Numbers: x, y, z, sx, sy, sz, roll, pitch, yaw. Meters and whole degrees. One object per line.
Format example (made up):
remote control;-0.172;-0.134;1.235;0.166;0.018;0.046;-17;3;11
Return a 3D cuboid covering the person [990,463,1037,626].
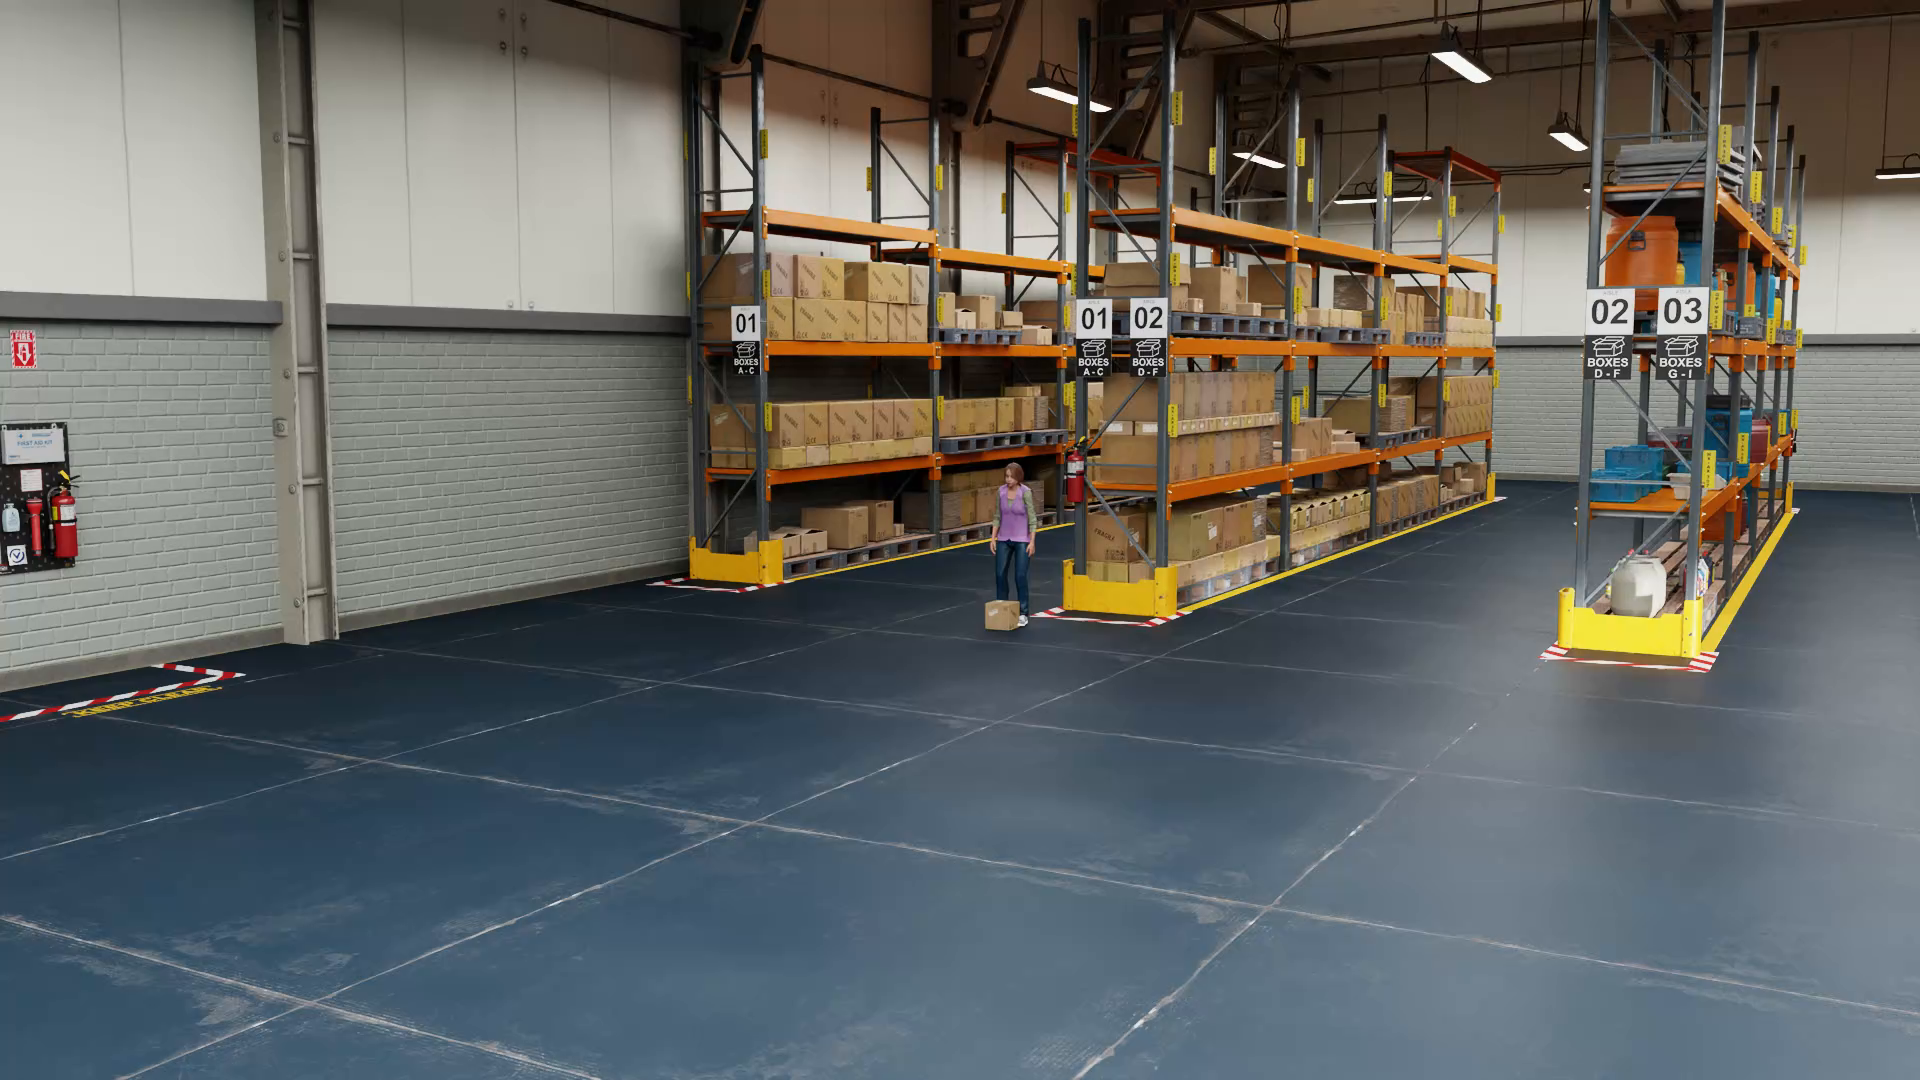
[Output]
person;0.520;0.037;16.218;0.483;1.594;0.341;3;7;26
